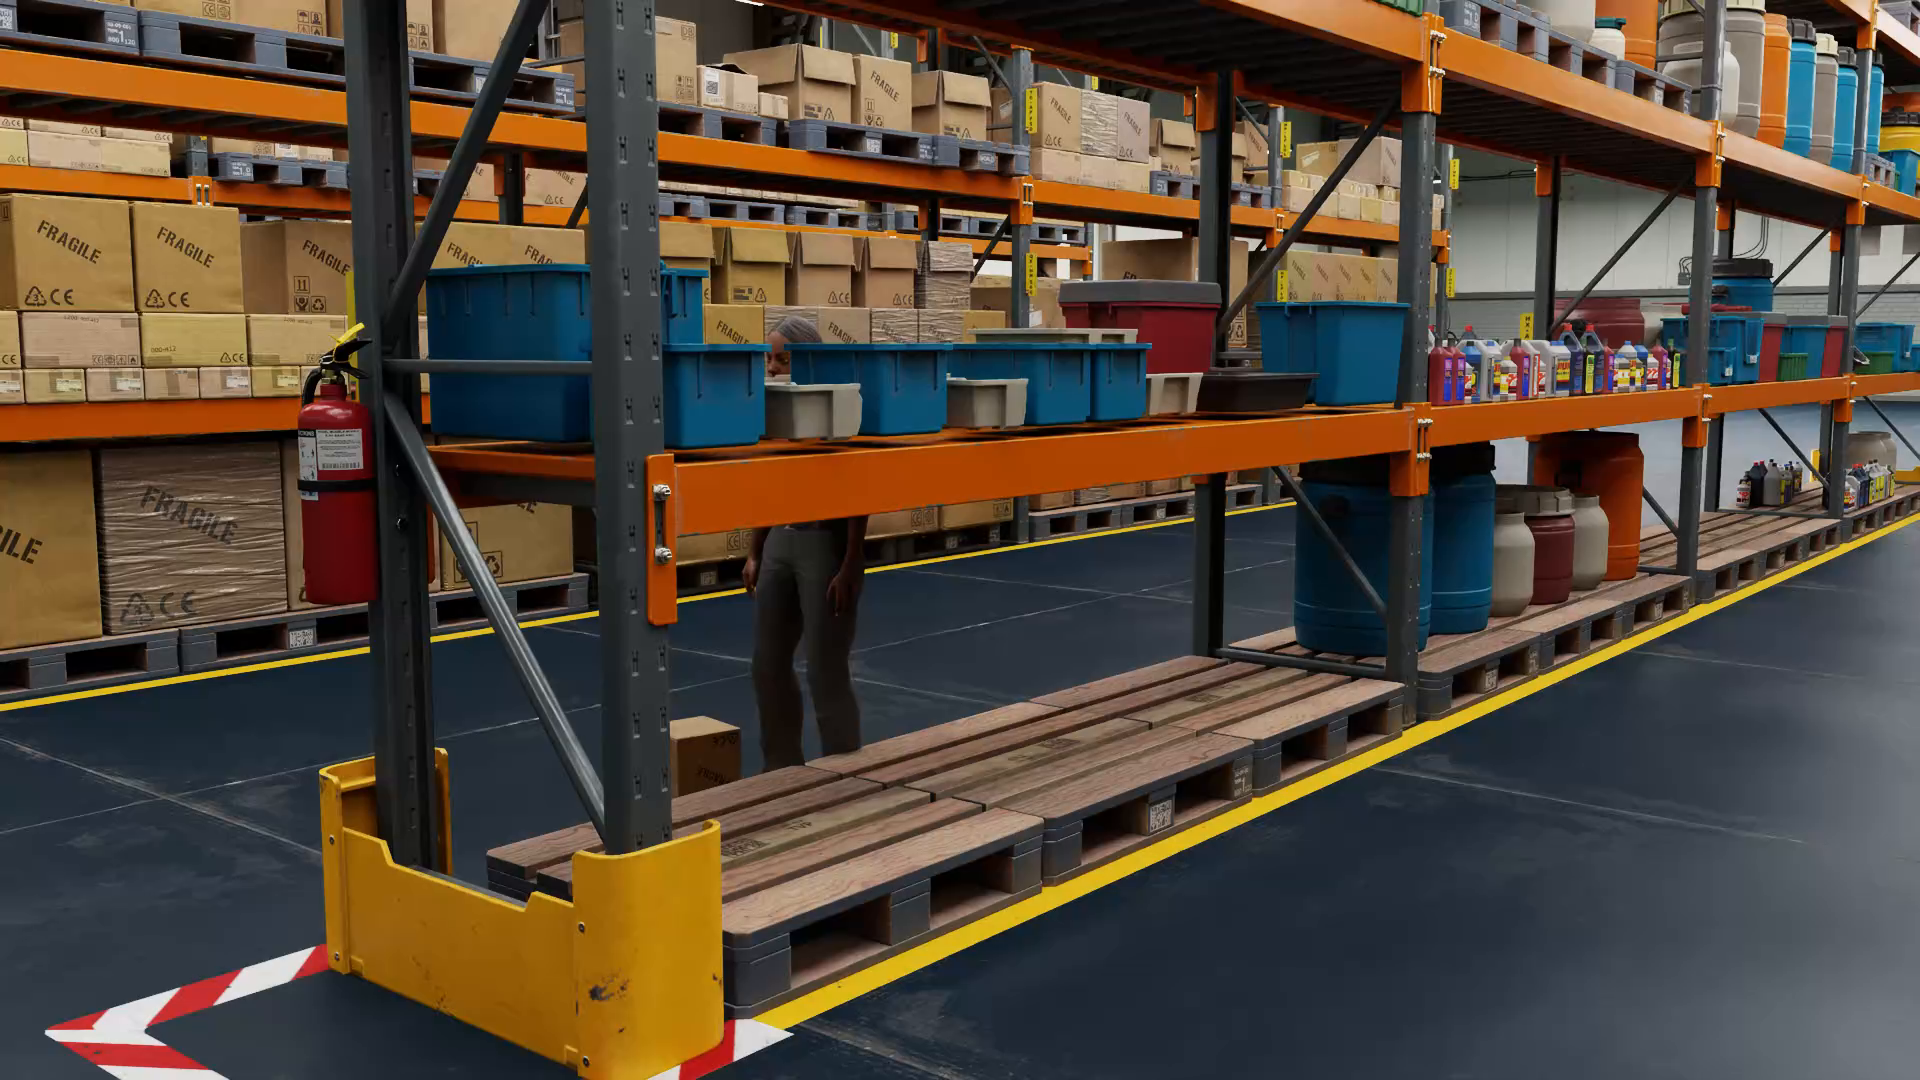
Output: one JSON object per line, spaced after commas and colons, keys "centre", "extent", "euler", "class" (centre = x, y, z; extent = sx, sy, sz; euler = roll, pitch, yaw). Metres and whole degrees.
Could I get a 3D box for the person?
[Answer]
{"centre": [-0.520, 0.085, 5.545], "extent": [0.507, 1.655, 0.349], "euler": [5, 9, 38], "class": "person"}
